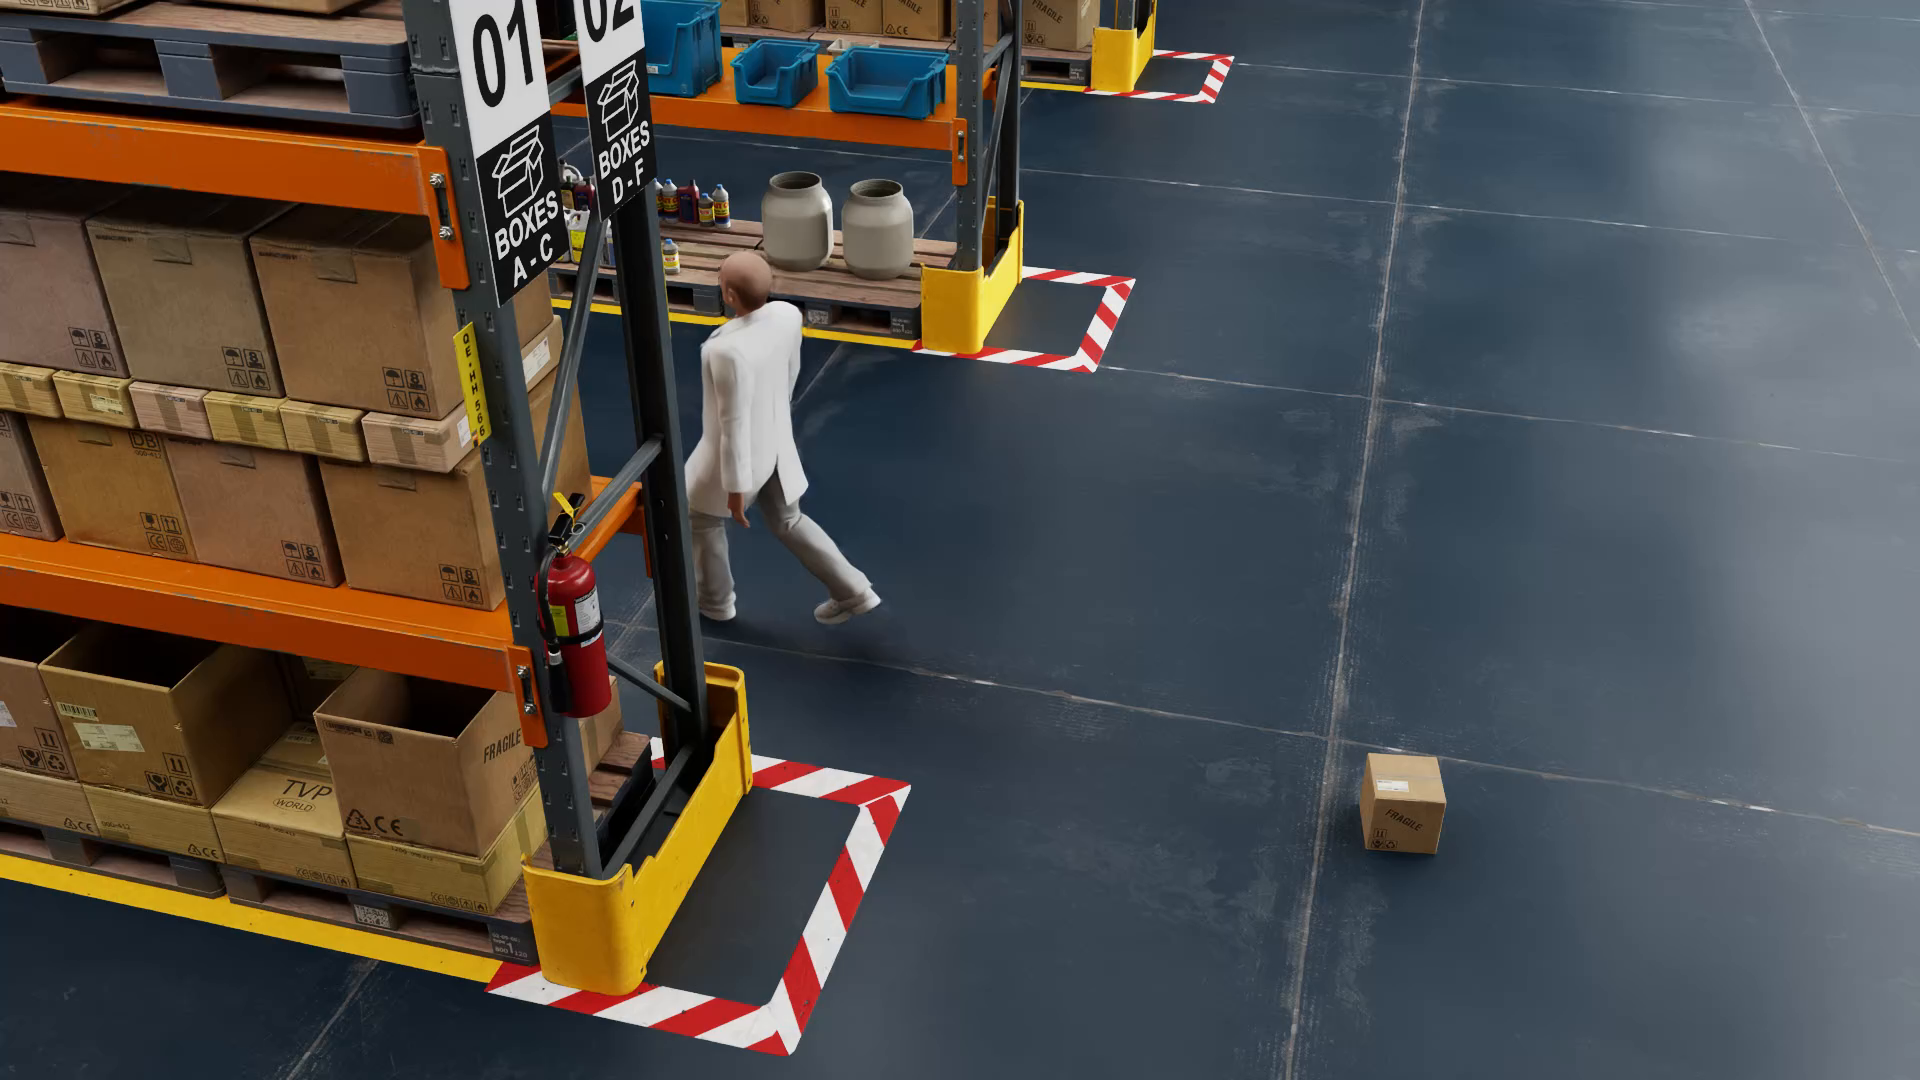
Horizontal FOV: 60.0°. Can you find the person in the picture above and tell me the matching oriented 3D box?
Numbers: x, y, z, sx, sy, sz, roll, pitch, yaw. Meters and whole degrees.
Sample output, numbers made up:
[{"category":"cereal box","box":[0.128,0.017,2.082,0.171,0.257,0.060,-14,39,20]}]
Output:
[{"category":"person","box":[-0.828,-0.367,6.725,1.042,1.732,0.618,18,37,26]}]
